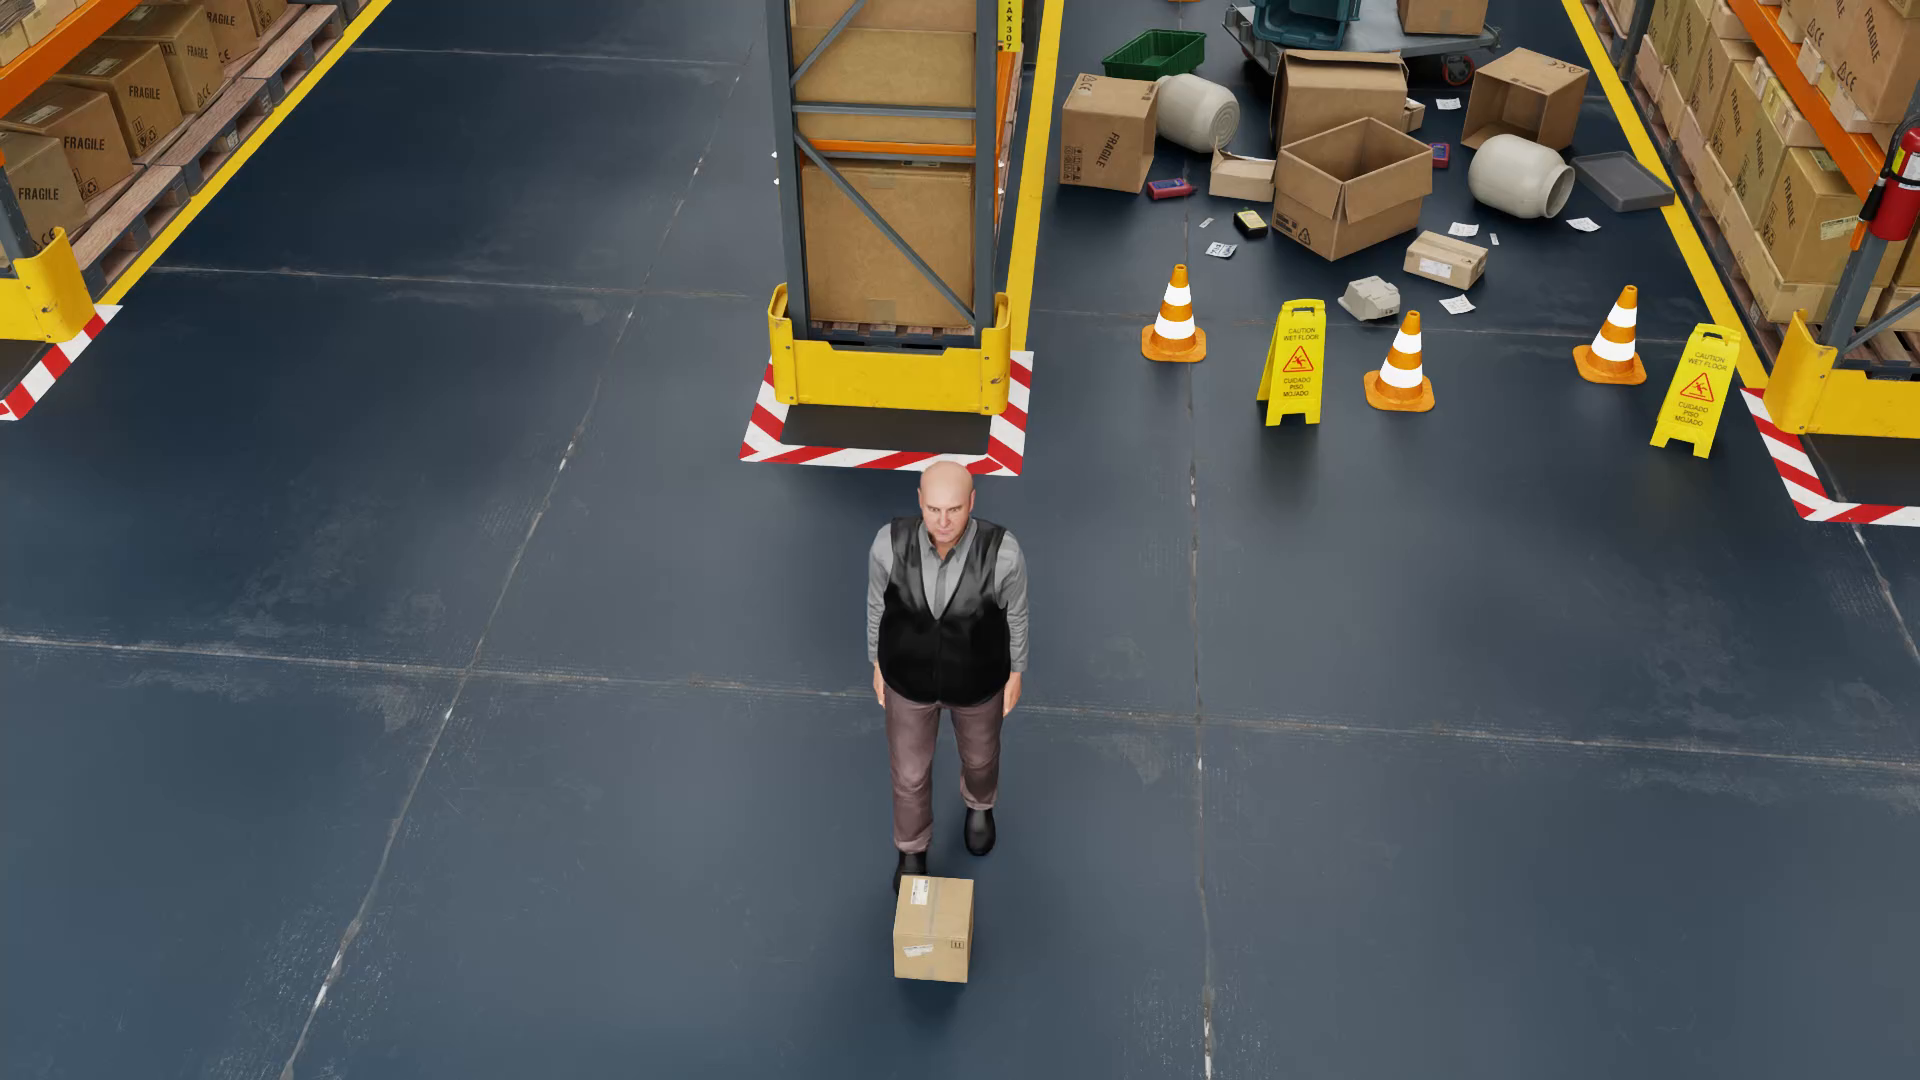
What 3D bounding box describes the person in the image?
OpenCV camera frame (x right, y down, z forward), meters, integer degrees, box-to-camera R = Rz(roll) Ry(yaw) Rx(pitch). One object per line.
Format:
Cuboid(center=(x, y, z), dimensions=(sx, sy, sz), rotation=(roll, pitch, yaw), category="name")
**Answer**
Cuboid(center=(-0.046, 0.485, 5.603), dimensions=(0.544, 1.731, 0.567), rotation=(3, 40, 4), category="person")
